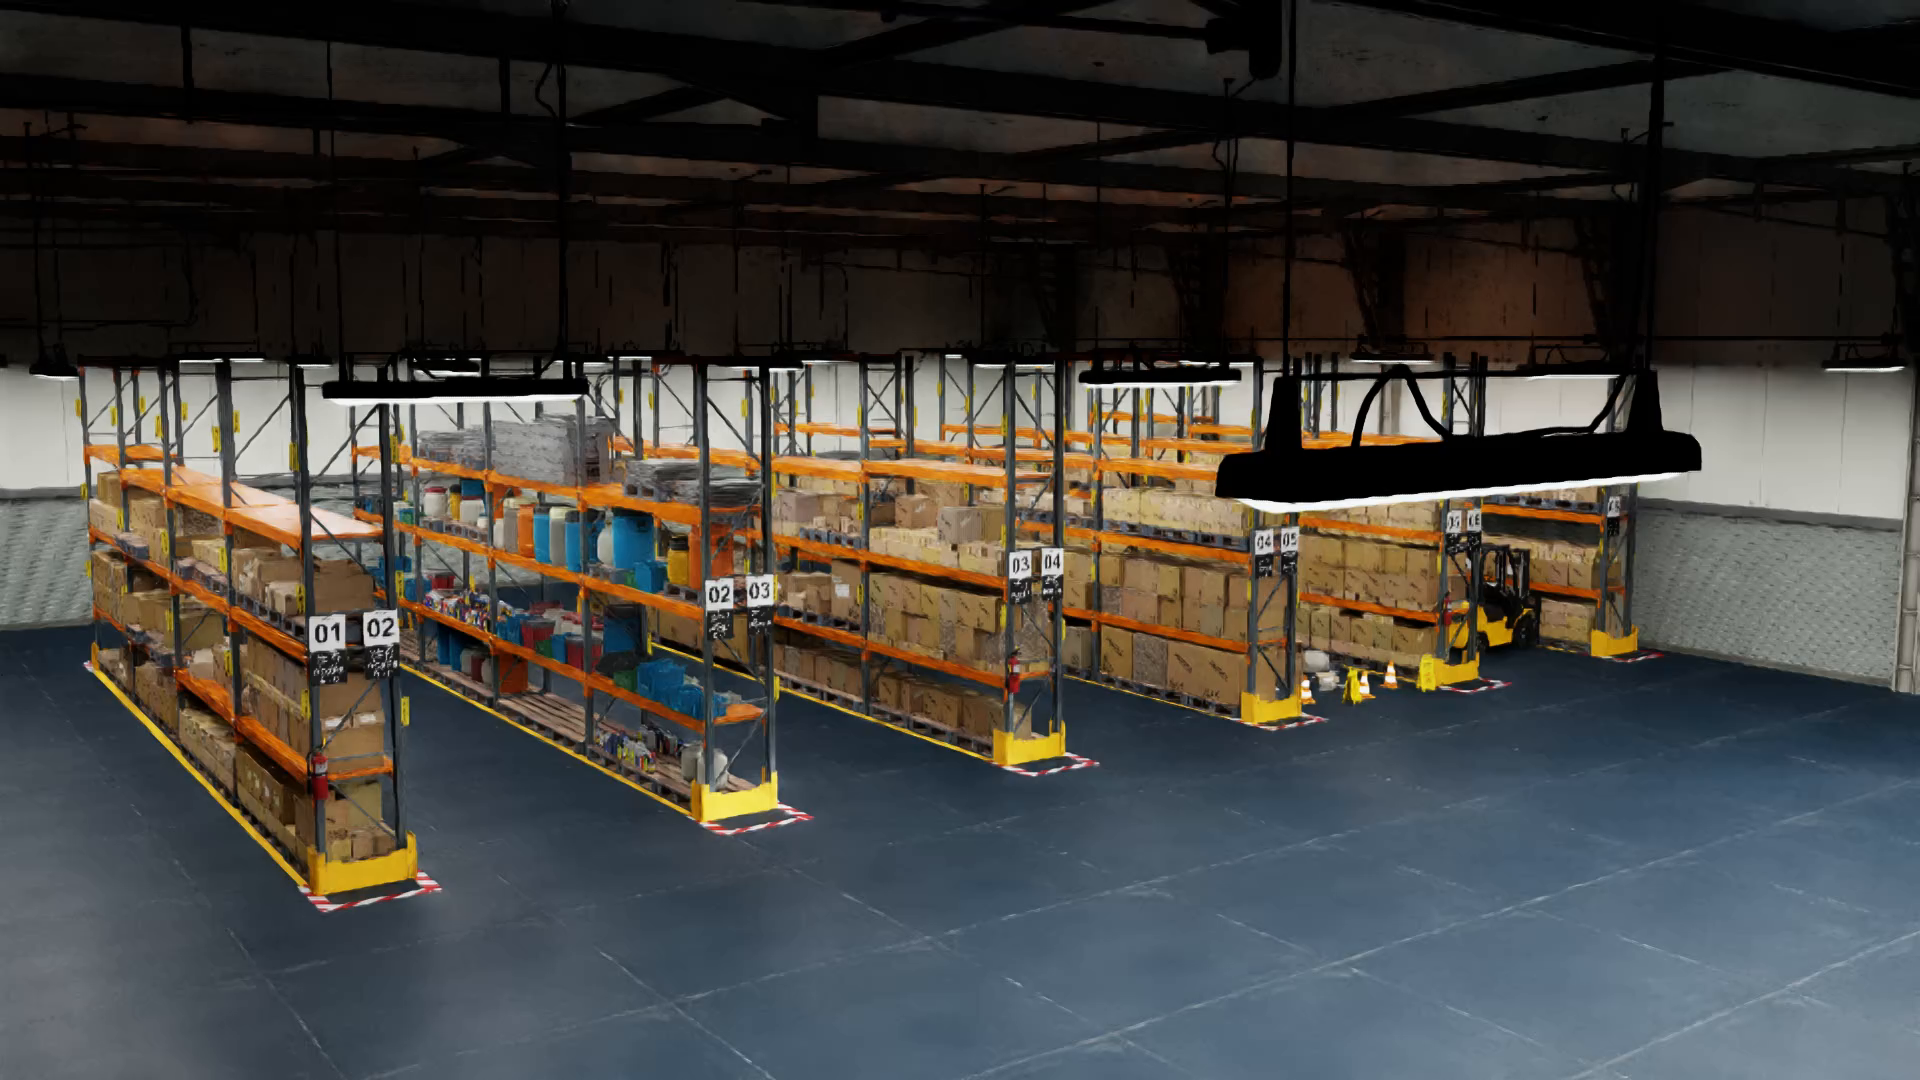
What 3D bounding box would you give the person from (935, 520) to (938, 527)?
[{"bbox_3d":[-0.808,0.007,45.167,0.571,1.712,0.721,3,8,25],"label":"person"}]
